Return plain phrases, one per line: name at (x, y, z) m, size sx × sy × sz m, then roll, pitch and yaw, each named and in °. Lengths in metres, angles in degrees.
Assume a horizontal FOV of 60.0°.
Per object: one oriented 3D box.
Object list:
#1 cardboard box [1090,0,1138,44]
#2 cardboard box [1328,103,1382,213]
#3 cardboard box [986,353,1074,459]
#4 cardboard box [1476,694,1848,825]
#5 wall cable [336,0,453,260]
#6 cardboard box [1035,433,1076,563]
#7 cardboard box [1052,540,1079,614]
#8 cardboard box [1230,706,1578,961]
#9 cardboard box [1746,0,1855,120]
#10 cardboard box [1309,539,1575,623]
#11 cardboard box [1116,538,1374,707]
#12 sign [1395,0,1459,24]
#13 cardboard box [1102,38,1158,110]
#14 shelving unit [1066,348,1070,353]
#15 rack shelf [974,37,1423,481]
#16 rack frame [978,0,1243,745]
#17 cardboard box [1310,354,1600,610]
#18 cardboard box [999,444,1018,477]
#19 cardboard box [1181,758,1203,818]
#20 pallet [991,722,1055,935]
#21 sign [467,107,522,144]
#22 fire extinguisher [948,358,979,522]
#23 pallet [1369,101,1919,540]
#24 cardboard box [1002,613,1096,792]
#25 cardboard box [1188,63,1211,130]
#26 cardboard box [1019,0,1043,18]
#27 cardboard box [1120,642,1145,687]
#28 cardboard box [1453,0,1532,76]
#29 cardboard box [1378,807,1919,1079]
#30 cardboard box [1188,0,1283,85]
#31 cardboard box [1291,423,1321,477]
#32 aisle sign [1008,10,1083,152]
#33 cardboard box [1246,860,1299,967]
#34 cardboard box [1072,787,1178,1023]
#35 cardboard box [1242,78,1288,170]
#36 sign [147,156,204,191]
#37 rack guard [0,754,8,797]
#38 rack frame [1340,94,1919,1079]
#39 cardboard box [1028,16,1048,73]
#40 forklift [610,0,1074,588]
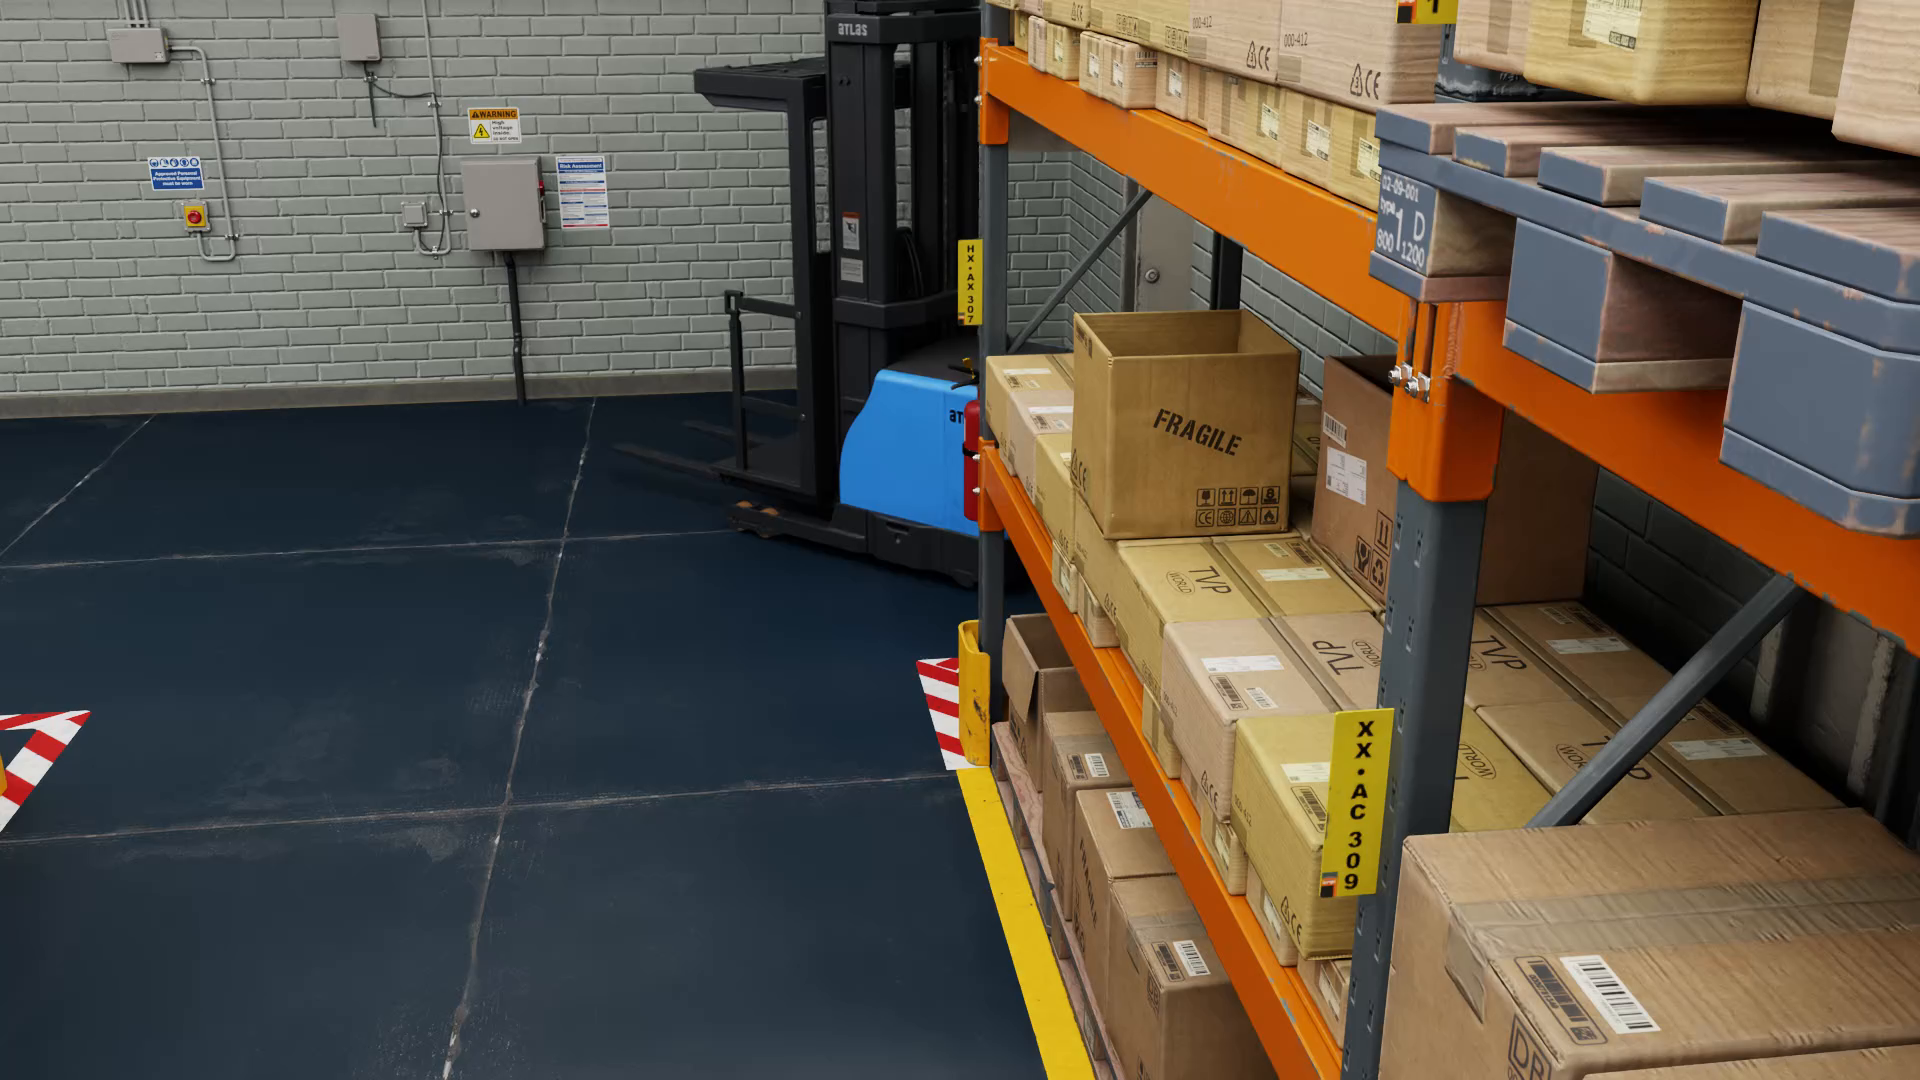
cardboard box at (0.625, -1.374, 4.109) m, size 0.500 × 0.250 × 0.500 m, roll -3°, pitch 21°, yaw -9°
cardboard box at (0.811, -0.610, 2.633) m, size 0.380 × 0.149 × 0.250 m, roll -3°, pitch 21°, yaw -8°
cardboard box at (0.378, -0.496, 6.046) m, size 0.500 × 0.250 × 0.500 m, roll -3°, pitch 21°, yaw -7°
cardboard box at (1.351, 0.533, 3.290) m, size 0.500 × 0.250 × 0.500 m, roll -3°, pitch 21°, yaw -8°
wall cable at (-3.767, -2.848, 11.103) m, size 0.588 × 1.984 × 0.122 m, roll -3°, pitch 21°, yaw -8°
cardboard box at (0.527, -0.146, 5.109) m, size 0.500 × 0.250 × 0.500 m, roll -3°, pitch 21°, yaw -9°
cardboard box at (0.491, 0.097, 5.030) m, size 0.380 × 0.149 × 0.250 m, roll -4°, pitch 21°, yaw -9°
cardboard box at (0.841, 0.554, 3.234) m, size 0.500 × 0.250 × 0.500 m, roll -2°, pitch 21°, yaw -6°
cardboard box at (0.941, -0.446, 1.452) m, size 0.380 × 0.149 × 0.250 m, roll -3°, pitch 21°, yaw -7°
cardboard box at (1.200, 0.181, 4.233) m, size 0.500 × 0.250 × 0.500 m, roll -2°, pitch 21°, yaw -7°
cardboard box at (0.695, 0.208, 4.160) m, size 0.500 × 0.250 × 0.500 m, roll -3°, pitch 21°, yaw -8°
sign at (0.620, -0.830, 2.125) m, size 0.100 × 0.325 × 0.005 m, roll -3°, pitch 21°, yaw -8°
cardboard box at (0.560, -1.141, 4.056) m, size 0.380 × 0.149 × 0.250 m, roll -2°, pitch 21°, yaw -7°
shelving unit at (0.682, -0.413, 8.607) m, size 0.189 × 1.200 × 0.258 m, roll 14°, pitch 25°, yaw 33°
rack shelf at (0.867, -0.973, 4.275) m, size 1.077 × 0.370 × 4.000 m, roll -3°, pitch 21°, yaw -8°
rack frame at (0.579, -0.597, 6.528) m, size 1.000 × 3.000 × 0.127 m, roll -3°, pitch 21°, yaw -8°
cardboard box at (1.204, -0.162, 4.080) m, size 0.500 × 0.500 × 0.500 m, roll -3°, pitch 21°, yaw -9°
cardboard box at (0.355, -0.352, 6.231) m, size 0.380 × 0.149 × 0.250 m, roll -3°, pitch 21°, yaw -8°
cardboard box at (0.728, 0.538, 3.849) m, size 0.380 × 0.149 × 0.250 m, roll -2°, pitch 21°, yaw -6°
pallet at (0.706, 1.011, 6.207) m, size 1.003 × 0.211 × 1.213 m, roll -3°, pitch 21°, yaw -8°
sign at (-3.153, -2.808, 11.267) m, size 0.339 × 0.242 × 0.001 m, roll -3°, pitch 21°, yaw -8°
fire extinguisher at (0.100, -0.414, 6.681) m, size 0.296 × 0.674 × 0.183 m, roll -3°, pitch 21°, yaw -8°
pallet at (1.180, -0.300, 1.714) m, size 1.213 × 0.211 × 1.003 m, roll -3°, pitch 21°, yaw -8°
cardboard box at (0.573, 0.592, 6.312) m, size 0.797 × 0.503 × 0.637 m, roll -4°, pitch 21°, yaw -10°
cardboard box at (0.709, -0.967, 3.591) m, size 0.380 × 0.149 × 0.250 m, roll -2°, pitch 21°, yaw -6°
cardboard box at (0.466, -1.729, 5.061) m, size 0.500 × 0.250 × 0.500 m, roll -3°, pitch 21°, yaw -7°
cardboard box at (0.655, 0.272, 4.559) m, size 0.380 × 0.149 × 0.250 m, roll -3°, pitch 21°, yaw -8°
cardboard box at (0.805, -0.620, 1.918) m, size 0.380 × 0.149 × 0.250 m, roll -3°, pitch 21°, yaw -7°
cardboard box at (1.004, 0.723, 2.251) m, size 0.700 × 0.500 × 0.500 m, roll -2°, pitch 21°, yaw -6°
cardboard box at (0.753, -1.021, 3.164) m, size 0.500 × 0.250 × 0.500 m, roll -4°, pitch 21°, yaw -10°
cardboard box at (1.048, -0.170, 5.174) m, size 0.500 × 0.250 × 0.500 m, roll -2°, pitch 21°, yaw -6°
aisle sign at (0.278, -1.824, 6.097) m, size 0.394 × 0.787 × 0.004 m, roll -3°, pitch 21°, yaw -8°
cardboard box at (0.801, 0.719, 3.364) m, size 0.380 × 0.149 × 0.250 m, roll -2°, pitch 21°, yaw -6°
cardboard box at (0.635, 1.079, 5.011) m, size 0.500 × 0.500 × 0.500 m, roll -3°, pitch 21°, yaw -7°
cardboard box at (0.749, -0.788, 3.110) m, size 0.380 × 0.149 × 0.250 m, roll -2°, pitch 21°, yaw -6°
sign at (-5.225, -2.442, 11.082) m, size 0.327 × 0.218 × 0.001 m, roll -3°, pitch 21°, yaw -8°
rack guard at (-4.336, 0.817, 6.314) m, size 1.175 × 0.500 × 0.348 m, roll -3°, pitch 21°, yaw -8°
rack frame at (1.155, 0.788, 2.820) m, size 1.000 × 3.000 × 0.127 m, roll -3°, pitch 21°, yaw -8°
cardboard box at (0.413, -1.492, 4.996) m, size 0.380 × 0.149 × 0.250 m, roll -2°, pitch 21°, yaw -7°
forklift at (-0.705, -1.517, 9.088) m, size 3.031 × 2.935 × 1.130 m, roll 14°, pitch 25°, yaw 33°
